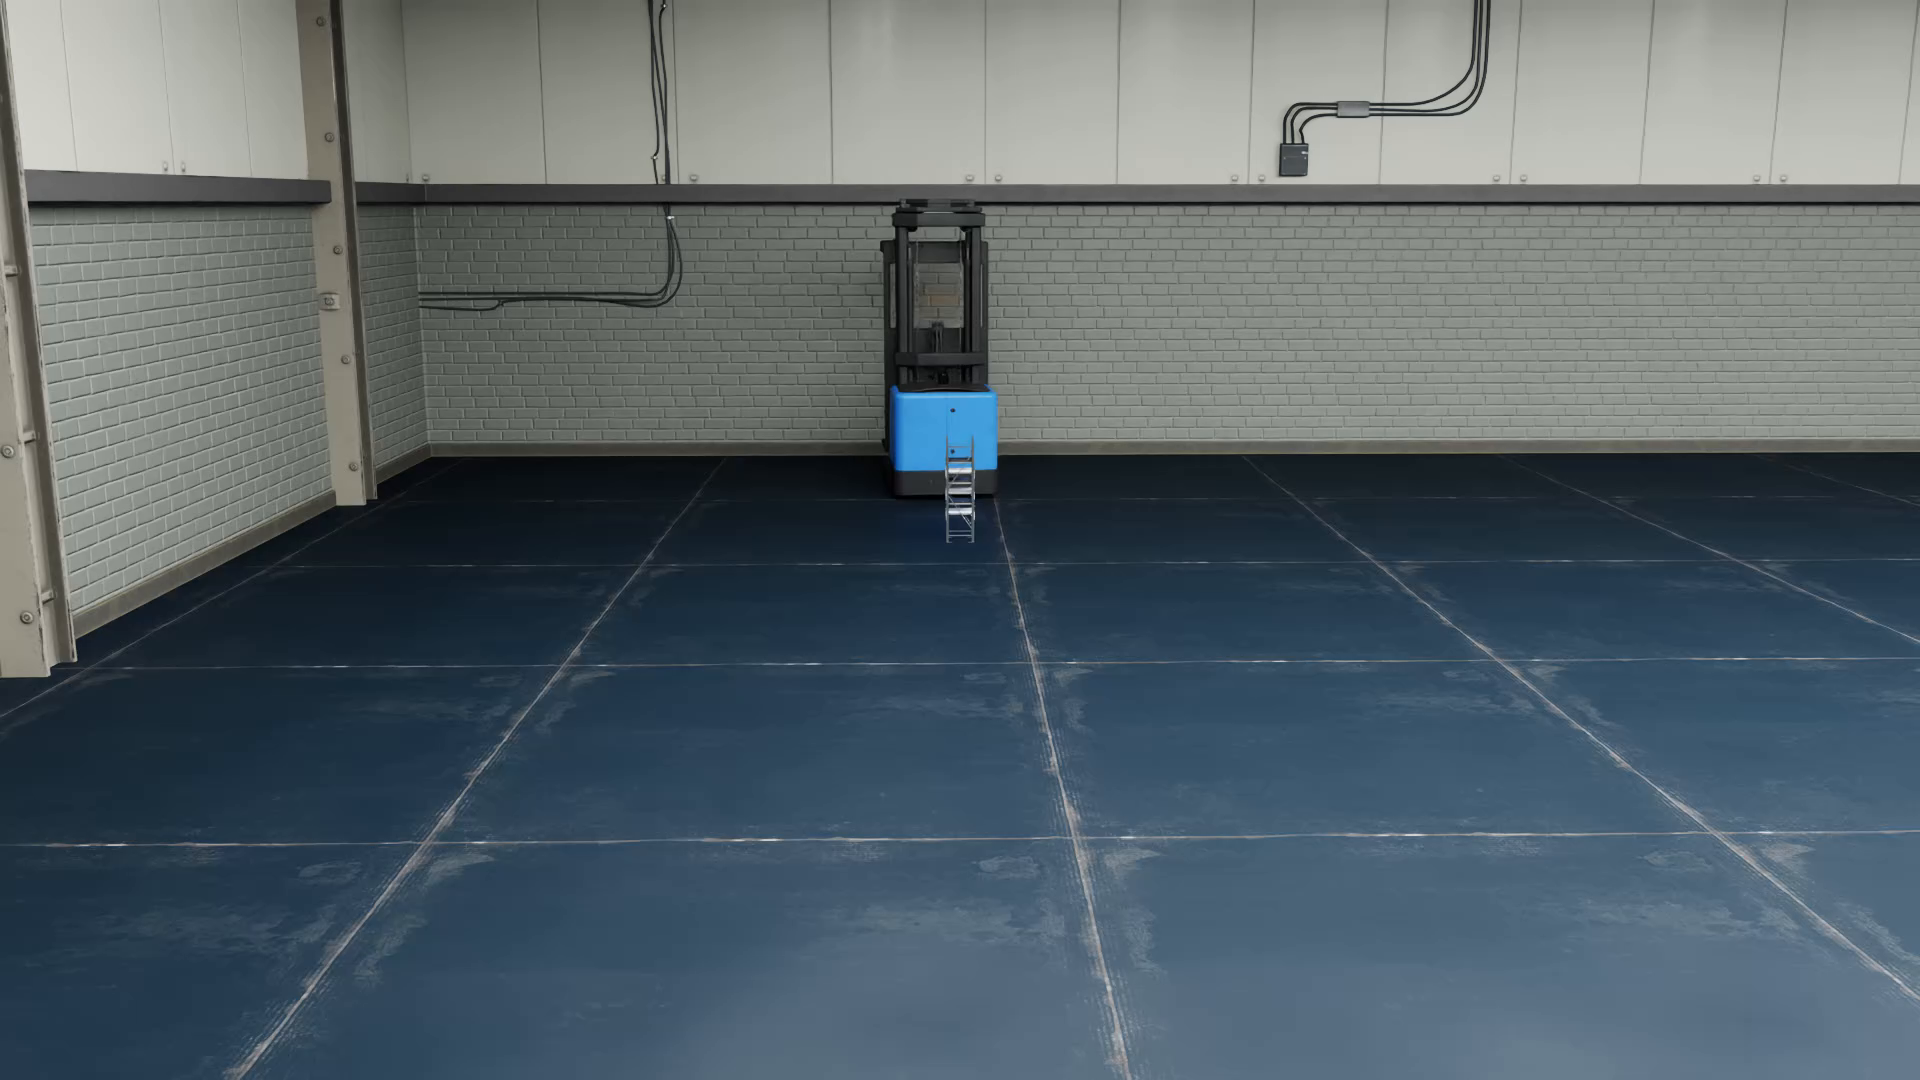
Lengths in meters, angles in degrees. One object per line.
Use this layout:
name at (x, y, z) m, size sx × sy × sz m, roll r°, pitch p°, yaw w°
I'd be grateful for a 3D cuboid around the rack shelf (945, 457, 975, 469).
rack shelf at (0.000, -0.671, 14.415) m, size 0.258 × 0.077 × 0.200 m, roll 0°, pitch 11°, yaw -1°

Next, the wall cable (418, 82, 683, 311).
wall cable at (-4.710, -3.857, 18.750) m, size 3.097 × 2.526 × 0.112 m, roll 0°, pitch 11°, yaw -1°

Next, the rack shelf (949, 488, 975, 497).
rack shelf at (0.000, -0.407, 14.468) m, size 0.258 × 0.077 × 0.200 m, roll 0°, pitch 11°, yaw -1°

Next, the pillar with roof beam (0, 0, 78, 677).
pillar with roof beam at (-1.543, -3.613, 9.736) m, size 9.100 × 9.000 × 0.400 m, roll 0°, pitch 11°, yaw -1°

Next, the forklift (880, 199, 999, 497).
forklift at (-0.273, -2.113, 17.603) m, size 1.130 × 2.935 × 3.031 m, roll -1°, pitch 12°, yaw -5°

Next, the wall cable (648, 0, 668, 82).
wall cable at (-2.005, -6.344, 18.303) m, size 3.097 × 2.526 × 0.112 m, roll 0°, pitch 11°, yaw -1°

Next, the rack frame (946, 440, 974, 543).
rack frame at (0.002, -0.419, 14.362) m, size 0.240 × 0.900 × 0.006 m, roll 0°, pitch 11°, yaw -1°

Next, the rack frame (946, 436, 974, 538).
rack frame at (-0.002, -0.460, 14.561) m, size 0.240 × 0.900 × 0.006 m, roll 0°, pitch 11°, yaw -1°

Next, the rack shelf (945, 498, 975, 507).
rack shelf at (0.000, -0.319, 14.486) m, size 0.258 × 0.077 × 0.200 m, roll 0°, pitch 11°, yaw -1°

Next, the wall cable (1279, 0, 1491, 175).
wall cable at (4.782, -7.082, 18.280) m, size 2.305 × 6.003 × 0.169 m, roll 0°, pitch 11°, yaw -1°

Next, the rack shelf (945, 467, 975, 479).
rack shelf at (0.000, -0.583, 14.433) m, size 0.258 × 0.077 × 0.200 m, roll 0°, pitch 11°, yaw -1°

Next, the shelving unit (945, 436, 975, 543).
shelving unit at (0.000, -0.439, 14.462) m, size 0.258 × 0.900 × 0.210 m, roll 0°, pitch 11°, yaw -1°

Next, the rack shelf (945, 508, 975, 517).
rack shelf at (0.000, -0.230, 14.504) m, size 0.258 × 0.077 × 0.200 m, roll 0°, pitch 11°, yaw -1°

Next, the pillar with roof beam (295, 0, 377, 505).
pillar with roof beam at (-1.667, -4.806, 15.615) m, size 9.100 × 9.000 × 0.400 m, roll 0°, pitch 11°, yaw -1°

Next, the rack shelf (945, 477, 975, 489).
rack shelf at (0.000, -0.495, 14.450) m, size 0.258 × 0.077 × 0.200 m, roll 0°, pitch 11°, yaw -1°
